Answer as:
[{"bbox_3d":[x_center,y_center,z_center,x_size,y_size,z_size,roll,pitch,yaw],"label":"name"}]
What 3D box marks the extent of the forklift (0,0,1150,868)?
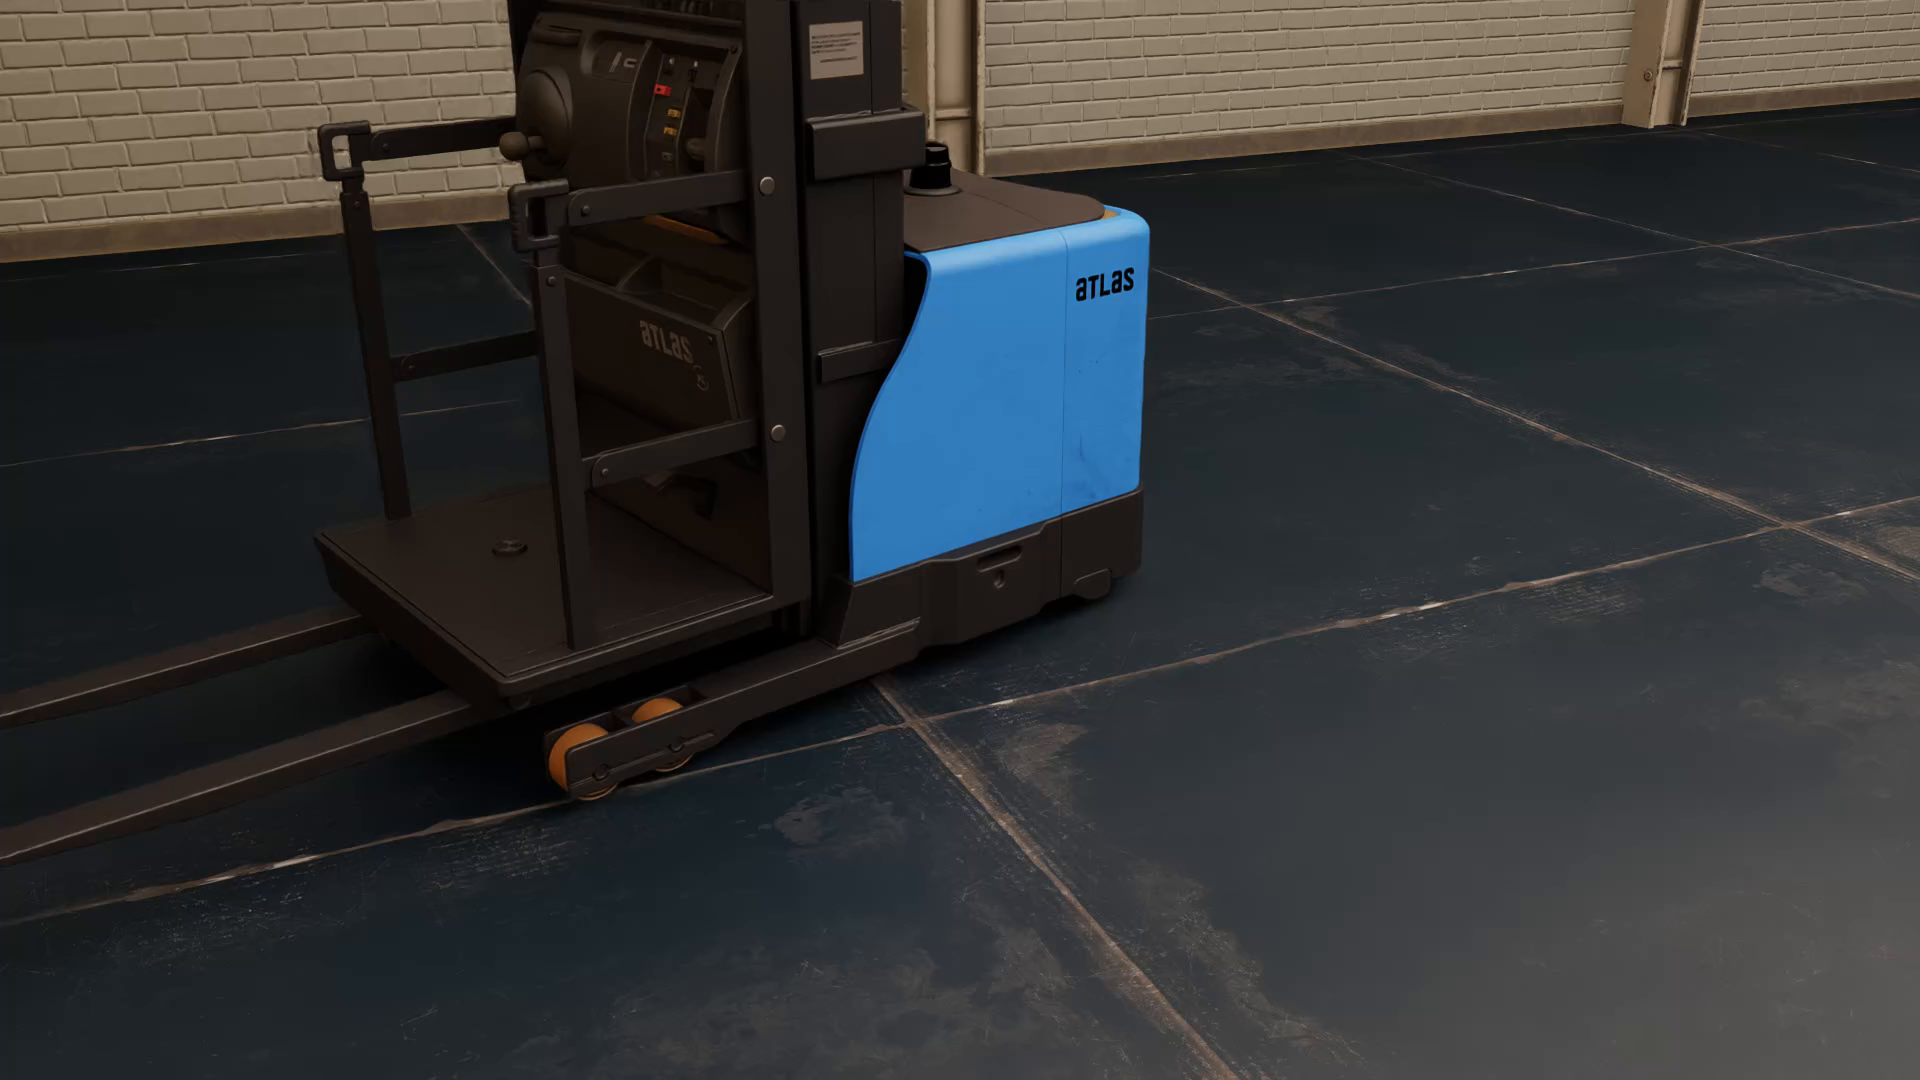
[{"bbox_3d":[-0.935,-1.000,3.694,3.031,2.935,1.130,-18,28,-36],"label":"forklift"}]
